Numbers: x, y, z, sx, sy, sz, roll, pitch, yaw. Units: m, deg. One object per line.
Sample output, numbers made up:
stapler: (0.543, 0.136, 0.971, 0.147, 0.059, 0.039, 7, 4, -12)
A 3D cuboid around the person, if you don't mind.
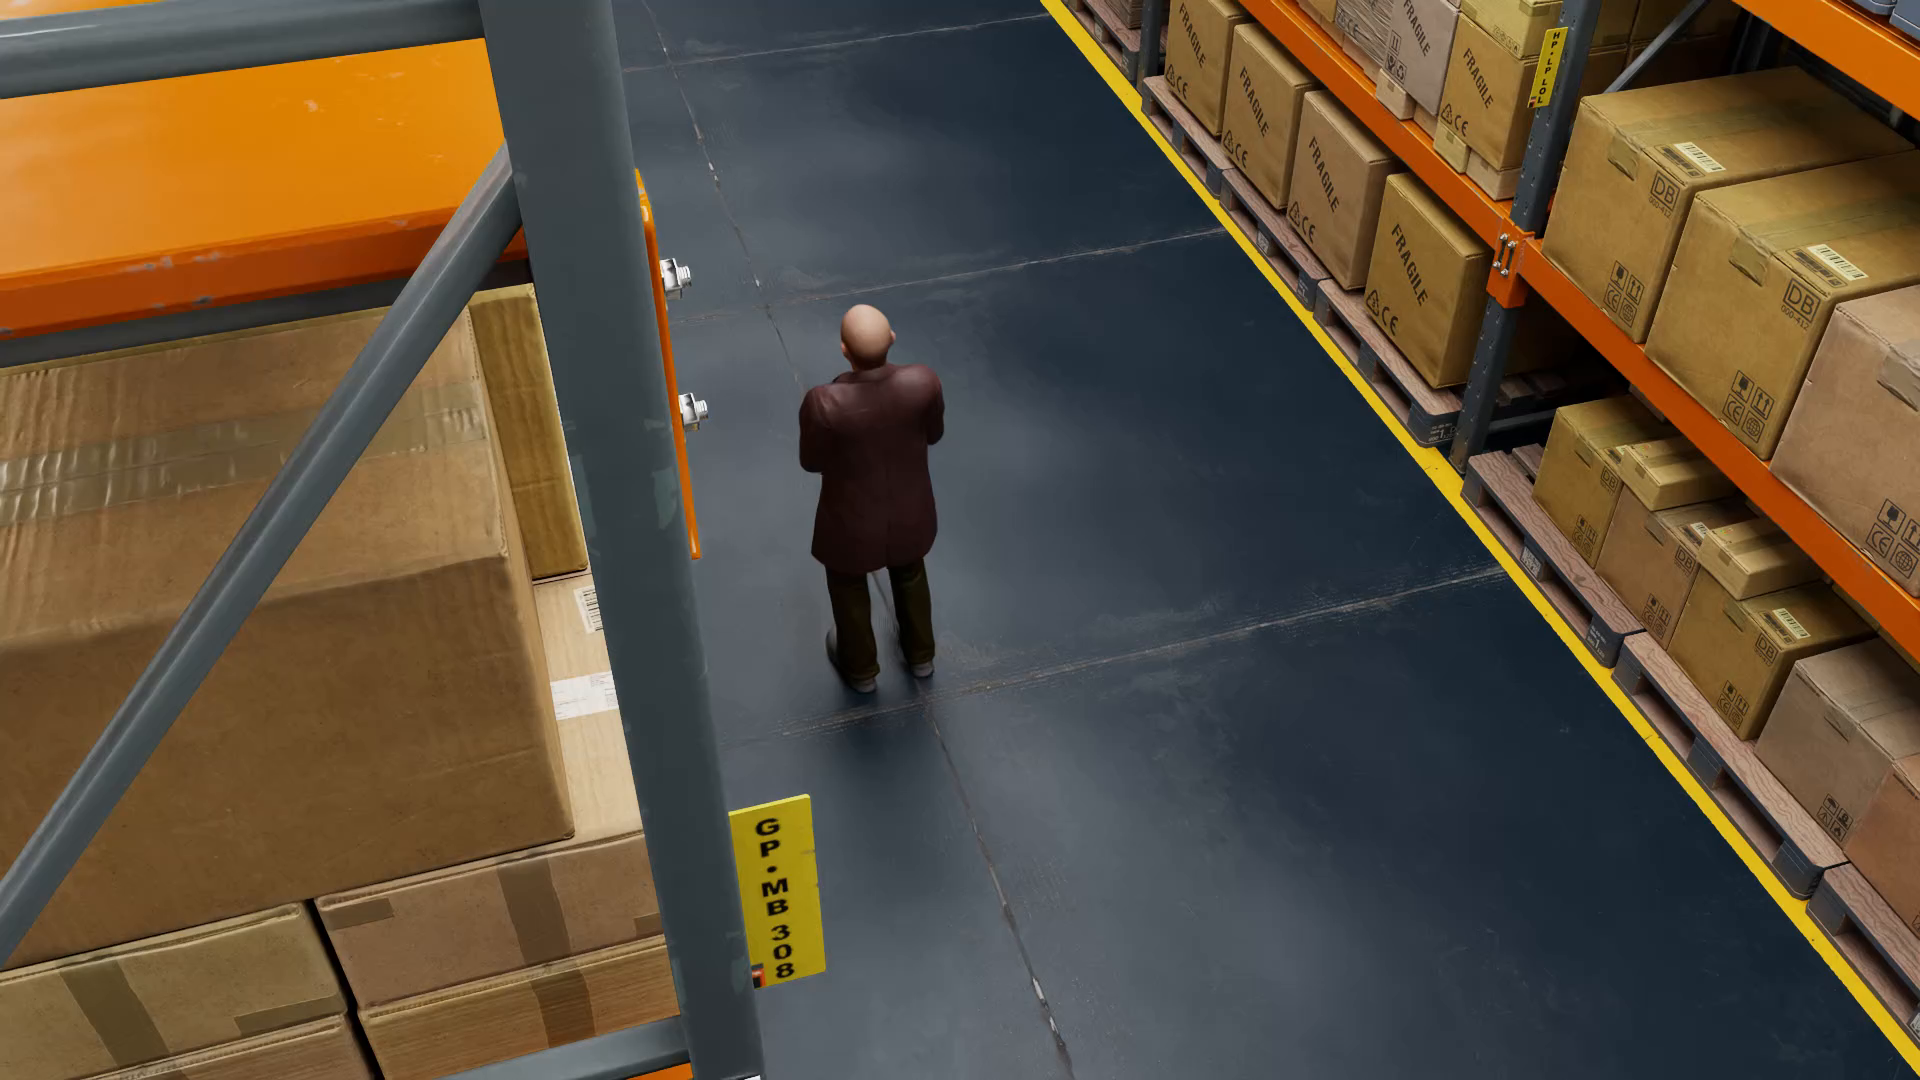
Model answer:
person: (-0.357, -0.201, 6.391, 0.559, 1.781, 0.517, -14, 44, -15)
